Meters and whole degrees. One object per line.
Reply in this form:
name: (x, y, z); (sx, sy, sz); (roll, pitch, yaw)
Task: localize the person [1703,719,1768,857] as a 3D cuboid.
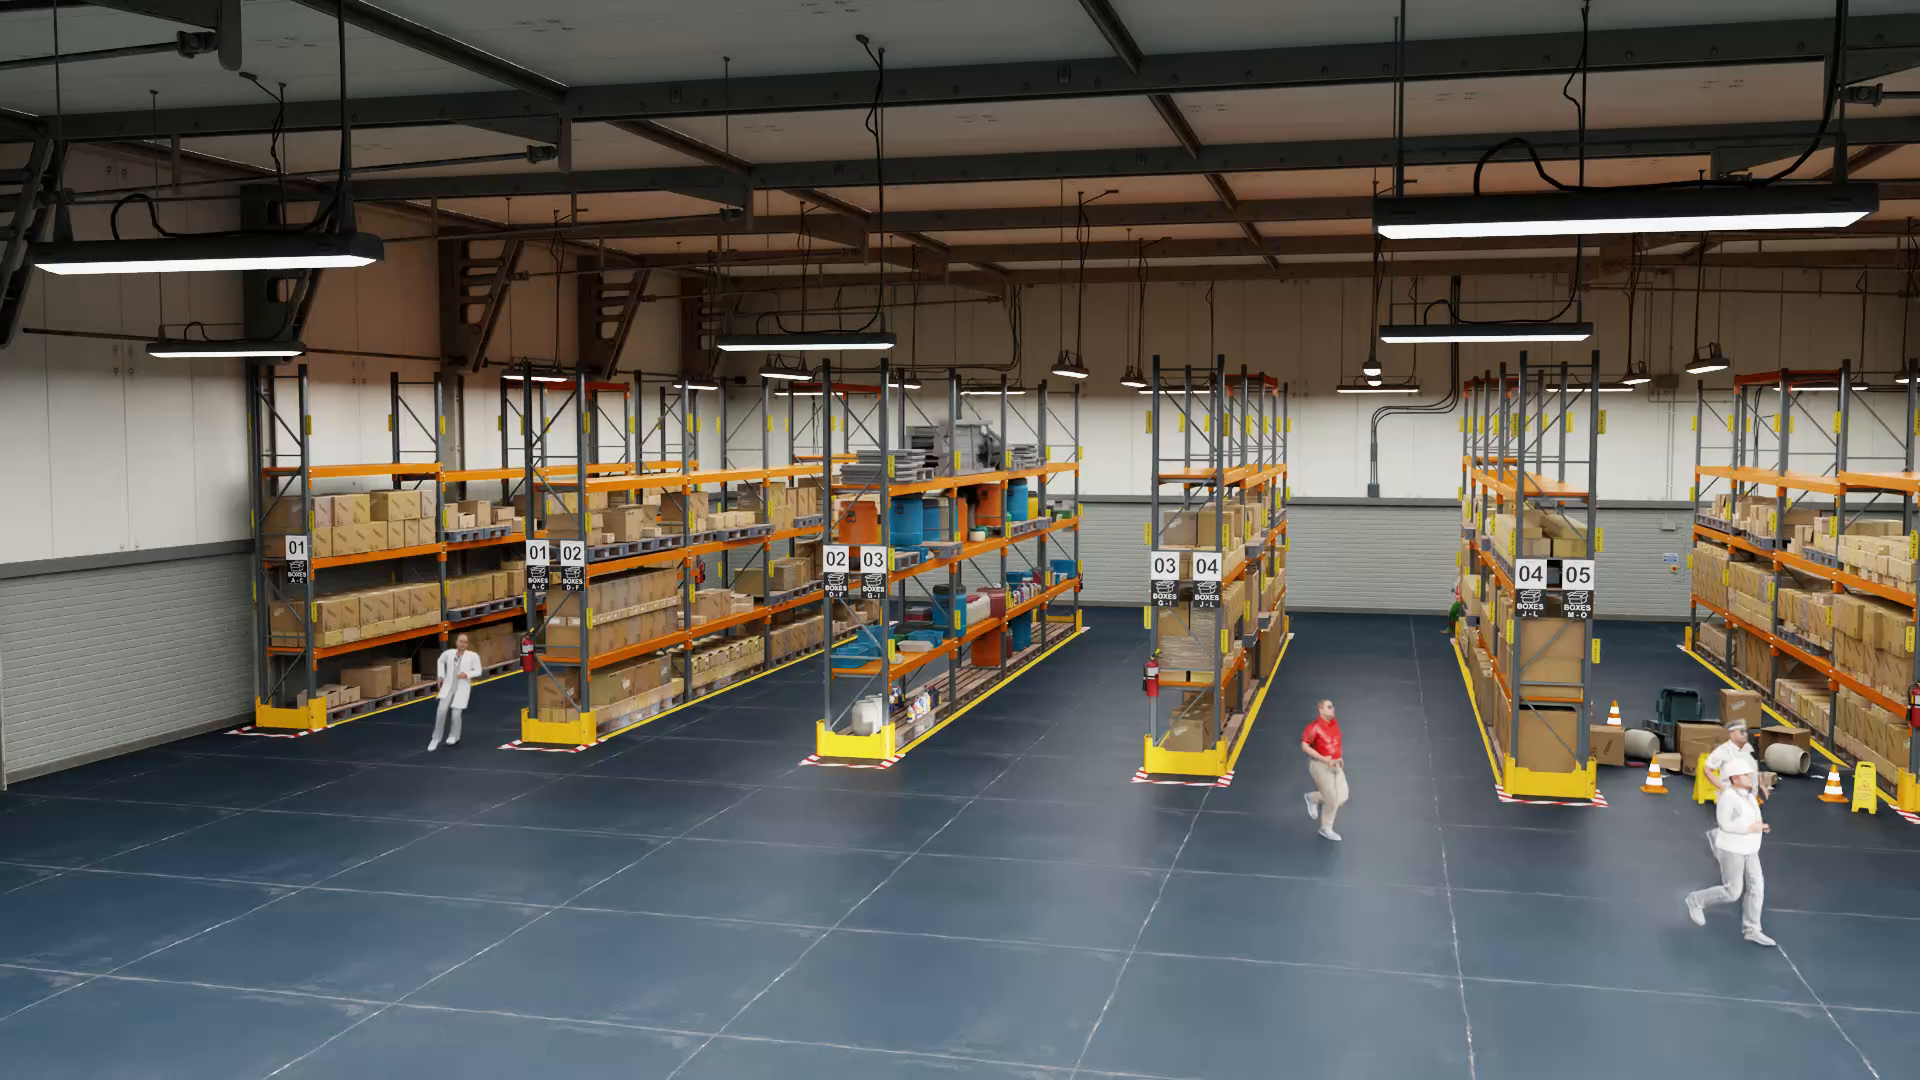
person: (8.637, 2.842, 18.592); (0.699, 1.738, 0.792); (-2, 4, -24)

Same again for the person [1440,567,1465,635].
person: (11.881, 1.414, 39.424); (0.868, 1.720, 0.793); (1, 4, 10)

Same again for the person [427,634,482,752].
person: (-7.814, 2.353, 25.823); (0.766, 1.766, 0.805); (0, 4, -3)

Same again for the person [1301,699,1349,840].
person: (4.419, 2.778, 20.294); (0.699, 1.694, 0.601); (-4, 6, -45)

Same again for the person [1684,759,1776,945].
person: (7.527, 2.996, 16.176); (0.673, 1.752, 0.859); (-3, 5, -39)
